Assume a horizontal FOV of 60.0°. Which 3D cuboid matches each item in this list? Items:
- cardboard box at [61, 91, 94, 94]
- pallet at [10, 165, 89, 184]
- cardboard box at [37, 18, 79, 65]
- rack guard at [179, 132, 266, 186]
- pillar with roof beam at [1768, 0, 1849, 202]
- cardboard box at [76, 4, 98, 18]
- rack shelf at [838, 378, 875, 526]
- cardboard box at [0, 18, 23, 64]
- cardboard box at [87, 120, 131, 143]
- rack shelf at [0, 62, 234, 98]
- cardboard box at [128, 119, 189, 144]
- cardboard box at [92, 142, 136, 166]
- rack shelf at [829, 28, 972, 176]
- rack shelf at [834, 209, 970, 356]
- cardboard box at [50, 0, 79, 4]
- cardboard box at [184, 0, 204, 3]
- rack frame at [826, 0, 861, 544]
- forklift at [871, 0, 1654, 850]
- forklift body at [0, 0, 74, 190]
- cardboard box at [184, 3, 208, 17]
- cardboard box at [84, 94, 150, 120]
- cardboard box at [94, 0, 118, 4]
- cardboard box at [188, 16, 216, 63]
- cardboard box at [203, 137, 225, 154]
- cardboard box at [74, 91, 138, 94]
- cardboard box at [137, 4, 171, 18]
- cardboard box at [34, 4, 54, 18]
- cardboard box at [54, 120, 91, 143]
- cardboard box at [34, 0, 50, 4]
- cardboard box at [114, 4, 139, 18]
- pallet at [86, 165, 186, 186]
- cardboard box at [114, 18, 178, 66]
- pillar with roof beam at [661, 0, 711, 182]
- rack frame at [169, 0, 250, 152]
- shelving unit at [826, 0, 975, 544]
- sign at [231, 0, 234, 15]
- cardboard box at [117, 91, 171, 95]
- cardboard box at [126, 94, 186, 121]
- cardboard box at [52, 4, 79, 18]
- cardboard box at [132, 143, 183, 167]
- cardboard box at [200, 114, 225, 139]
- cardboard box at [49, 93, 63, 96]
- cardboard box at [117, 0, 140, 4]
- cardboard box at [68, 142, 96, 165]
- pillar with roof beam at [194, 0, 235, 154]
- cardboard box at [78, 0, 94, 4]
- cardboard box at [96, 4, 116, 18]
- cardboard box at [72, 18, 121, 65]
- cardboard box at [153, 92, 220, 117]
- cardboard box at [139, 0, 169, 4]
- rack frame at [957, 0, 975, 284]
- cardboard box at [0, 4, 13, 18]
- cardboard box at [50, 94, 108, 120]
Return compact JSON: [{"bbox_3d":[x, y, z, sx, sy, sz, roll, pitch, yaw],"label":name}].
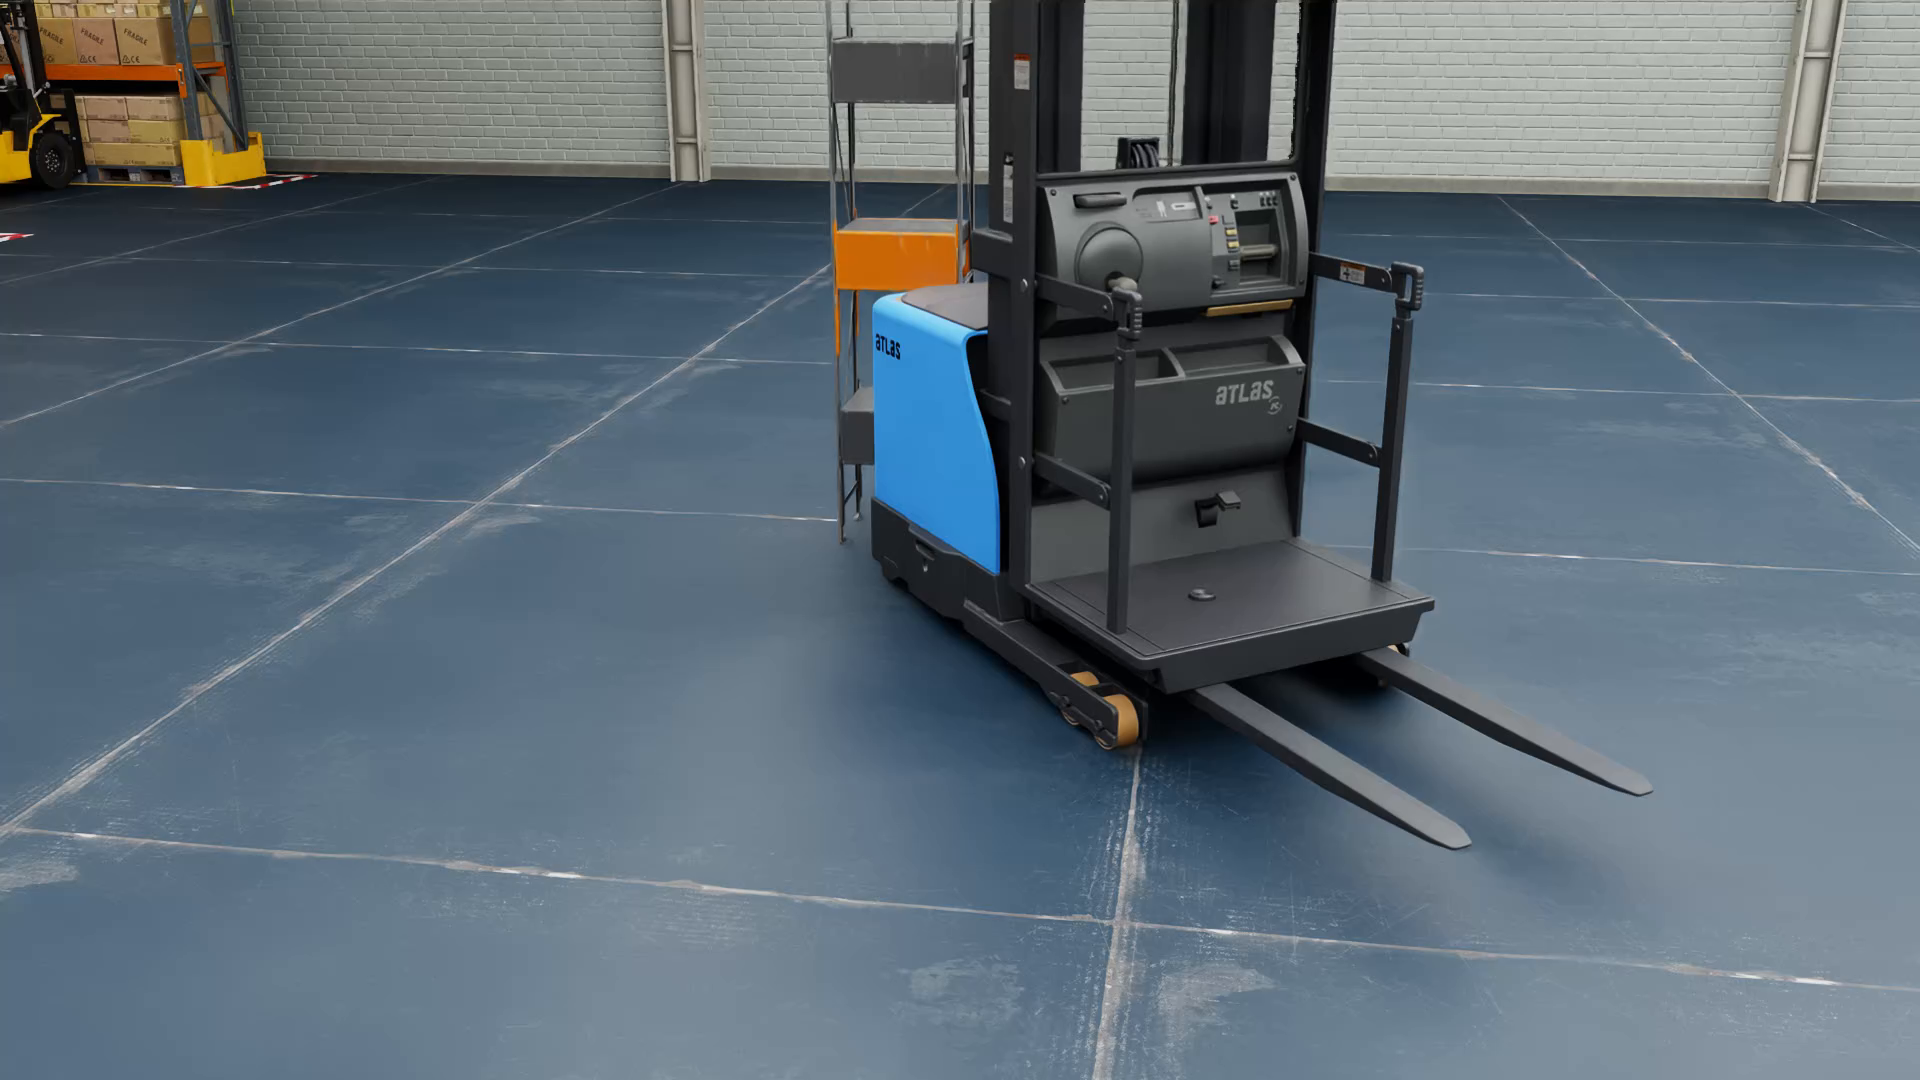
[{"bbox_3d":[-10.430,-5.113,19.451,0.500,0.250,0.500,3,19,8],"label":"cardboard box"},{"bbox_3d":[-10.457,-4.344,19.454,1.213,0.211,1.003,3,19,9],"label":"pallet"},{"bbox_3d":[-10.039,-5.624,18.726,0.500,0.500,0.500,3,19,8],"label":"cardboard box"},{"bbox_3d":[-8.471,-4.393,19.143,0.348,0.500,1.175,3,19,9],"label":"rack guard"},{"bbox_3d":[8.050,-6.487,12.009,0.400,9.000,9.100,3,19,9],"label":"pillar with roof beam"},{"bbox_3d":[-9.628,-5.916,18.576,0.250,0.149,0.380,3,19,8],"label":"cardboard box"},{"bbox_3d":[-0.217,-0.356,6.807,0.480,0.518,0.431,2,19,7],"label":"rack shelf"},{"bbox_3d":[-10.537,-5.646,18.791,0.500,0.500,0.500,3,19,9],"label":"cardboard box"},{"bbox_3d":[-9.518,-4.667,18.907,0.500,0.250,0.500,3,19,8],"label":"cardboard box"},{"bbox_3d":[-10.469,-5.339,19.165,4.000,0.370,1.077,3,19,9],"label":"rack shelf"},{"bbox_3d":[-9.025,-4.638,18.821,0.500,0.250,0.500,3,19,8],"label":"cardboard box"},{"bbox_3d":[-9.498,-4.427,18.978,0.500,0.250,0.500,3,19,9],"label":"cardboard box"},{"bbox_3d":[-0.217,-1.684,6.363,0.480,0.518,0.431,2,19,7],"label":"rack shelf"},{"bbox_3d":[-0.217,-1.020,6.585,0.480,0.518,0.431,2,19,7],"label":"rack shelf"},{"bbox_3d":[-9.902,-6.049,18.505,0.250,0.149,0.380,3,19,10],"label":"cardboard box"},{"bbox_3d":[-8.792,-6.159,18.835,0.250,0.149,0.380,3,19,8],"label":"cardboard box"},{"bbox_3d":[-0.459,-1.043,6.612,0.015,2.100,0.400,2,19,7],"label":"rack frame"},{"bbox_3d":[0.778,-0.926,4.952,1.130,2.935,3.031,-9,21,-25],"label":"forklift"},{"bbox_3d":[-10.656,-4.701,17.462,1.214,2.155,2.313,3,19,9],"label":"forklift body"},{"bbox_3d":[-8.788,-6.033,18.925,0.250,0.149,0.380,2,19,7],"label":"cardboard box"},{"bbox_3d":[-9.504,-4.898,18.810,0.500,0.250,0.500,3,19,10],"label":"cardboard box"},{"bbox_3d":[-9.393,-6.035,18.463,0.250,0.149,0.380,3,19,10],"label":"cardboard box"},{"bbox_3d":[-8.940,-5.739,19.069,0.500,0.500,0.500,4,19,10],"label":"cardboard box"},{"bbox_3d":[-8.949,-4.560,19.377,0.500,0.250,0.500,3,19,9],"label":"cardboard box"},{"bbox_3d":[-9.925,-5.085,19.368,0.500,0.250,0.500,3,19,8],"label":"cardboard box"},{"bbox_3d":[-8.881,-5.864,18.421,0.250,0.149,0.380,3,19,9],"label":"cardboard box"},{"bbox_3d":[-10.152,-5.921,18.591,0.250,0.149,0.380,3,19,9],"label":"cardboard box"},{"bbox_3d":[-10.031,-4.686,18.965,0.500,0.250,0.500,2,19,7],"label":"cardboard box"},{"bbox_3d":[-10.158,-6.060,18.539,0.250,0.149,0.380,3,19,10],"label":"cardboard box"},{"bbox_3d":[-9.138,-5.867,18.432,0.250,0.149,0.380,3,19,10],"label":"cardboard box"},{"bbox_3d":[-9.256,-4.282,19.268,1.213,0.211,1.003,3,19,9],"label":"pallet"},{"bbox_3d":[-9.022,-5.569,18.562,0.500,0.500,0.500,3,19,7],"label":"cardboard box"},{"bbox_3d":[-3.798,-7.091,13.814,0.400,9.000,9.100,3,19,9],"label":"pillar with roof beam"},{"bbox_3d":[-8.495,-5.579,18.750,0.127,3.000,1.000,3,19,9],"label":"rack frame"},{"bbox_3d":[-0.217,-1.033,6.581,0.503,2.100,0.431,2,19,7],"label":"shelving unit"},{"bbox_3d":[-8.401,-6.201,19.119,0.005,0.325,0.100,3,19,9],"label":"sign"},{"bbox_3d":[-9.433,-5.056,19.282,0.500,0.250,0.500,3,19,9],"label":"cardboard box"},{"bbox_3d":[-8.999,-4.874,18.738,0.500,0.250,0.500,4,19,10],"label":"cardboard box"},{"bbox_3d":[-9.899,-5.914,18.572,0.250,0.149,0.380,2,19,7],"label":"cardboard box"},{"bbox_3d":[-9.009,-4.399,18.895,0.500,0.250,0.500,3,19,9],"label":"cardboard box"},{"bbox_3d":[-8.926,-4.800,19.306,0.500,0.250,0.500,3,19,10],"label":"cardboard box"},{"bbox_3d":[-10.503,-4.948,18.960,0.500,0.250,0.500,3,19,8],"label":"cardboard box"},{"bbox_3d":[-9.130,-6.030,18.449,0.250,0.149,0.380,3,19,9],"label":"cardboard box"},{"bbox_3d":[-9.991,-4.455,19.062,0.500,0.250,0.500,3,19,9],"label":"cardboard box"},{"bbox_3d":[-9.722,-7.393,14.716,0.400,9.000,9.100,3,19,9],"label":"pillar with roof beam"},{"bbox_3d":[-9.627,-6.070,18.570,0.250,0.149,0.380,3,19,9],"label":"cardboard box"},{"bbox_3d":[-9.385,-5.900,18.528,0.250,0.149,0.380,3,19,10],"label":"cardboard box"},{"bbox_3d":[-9.533,-5.598,18.649,0.500,0.500,0.500,4,19,10],"label":"cardboard box"},{"bbox_3d":[-8.939,-5.032,19.211,0.500,0.250,0.500,3,19,8],"label":"cardboard box"},{"bbox_3d":[-8.882,-6.027,18.441,0.250,0.149,0.380,3,19,9],"label":"cardboard box"},{"bbox_3d":[0.025,-1.022,6.549,0.015,2.100,0.400,2,19,7],"label":"rack frame"},{"bbox_3d":[-10.647,-5.953,18.688,0.250,0.149,0.380,3,19,8],"label":"cardboard box"},{"bbox_3d":[-10.004,-4.920,18.876,0.500,0.250,0.500,3,19,9],"label":"cardboard box"}]
